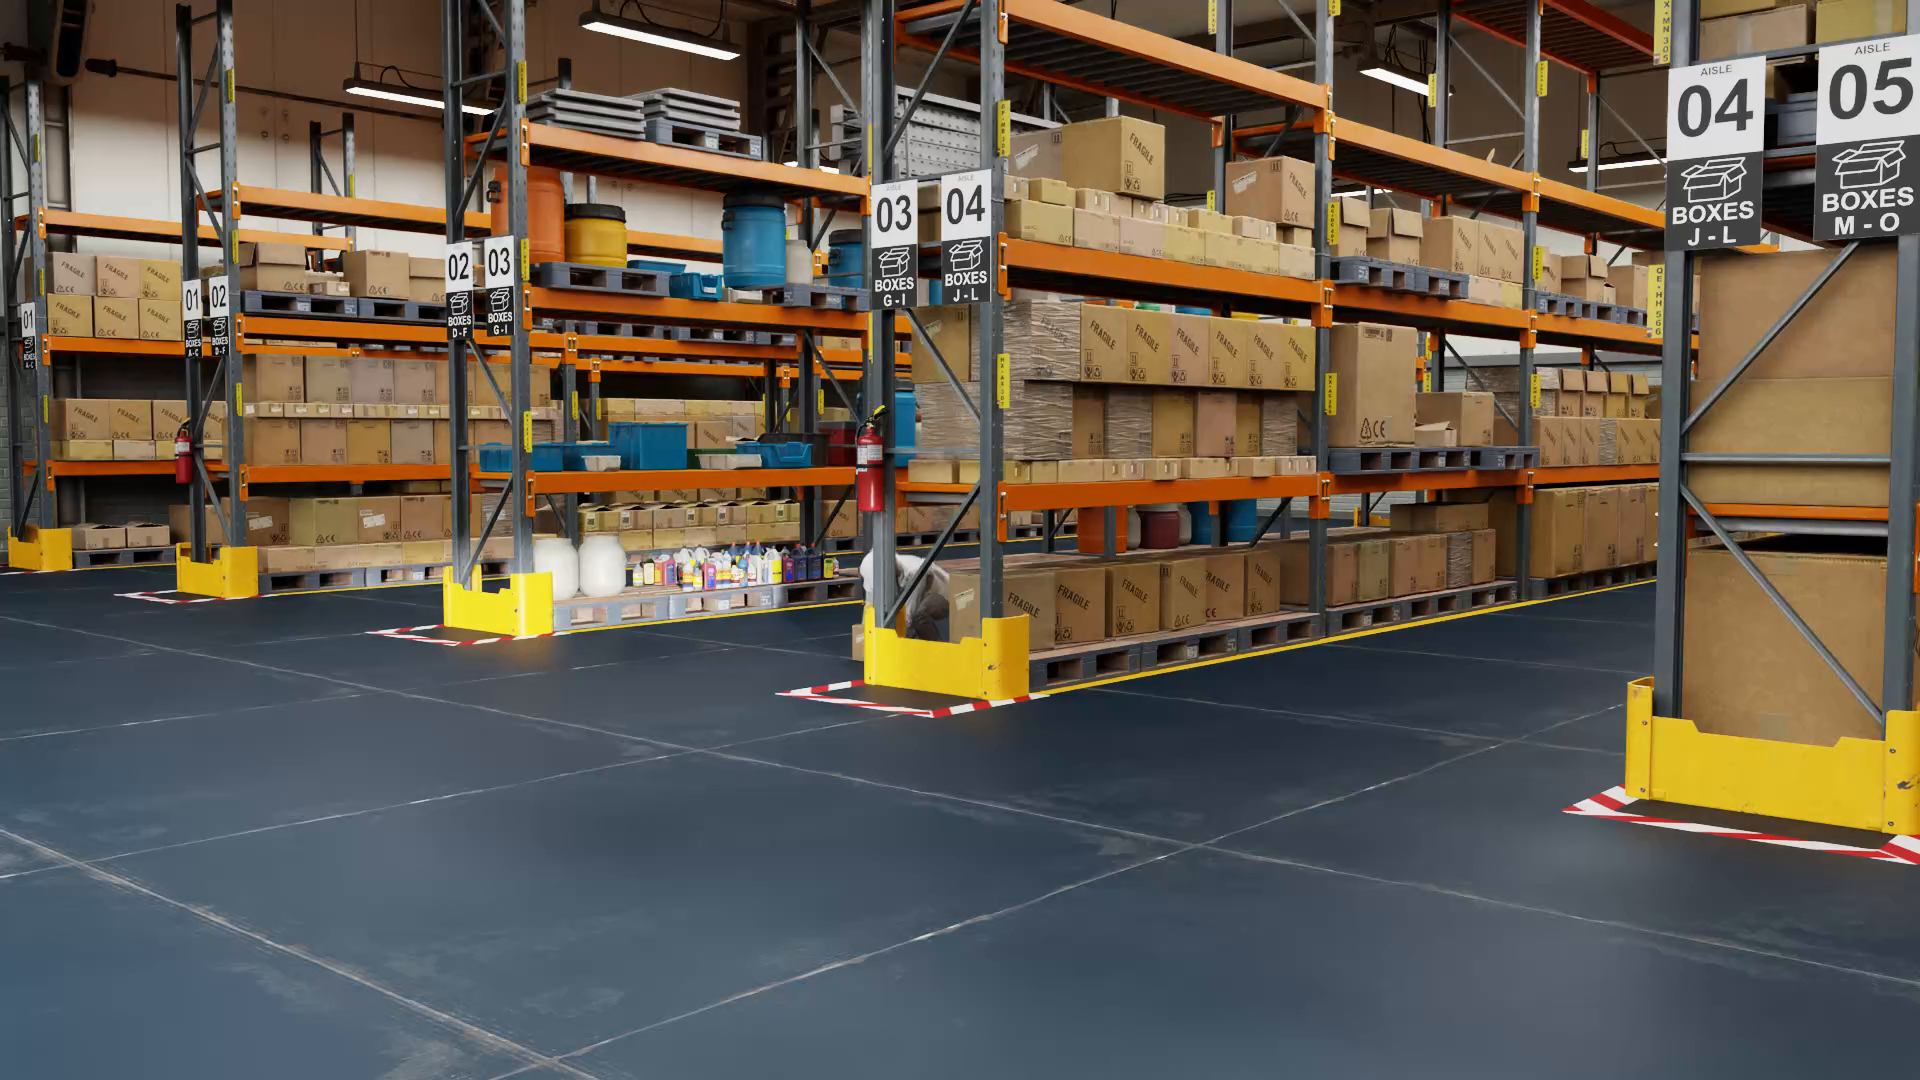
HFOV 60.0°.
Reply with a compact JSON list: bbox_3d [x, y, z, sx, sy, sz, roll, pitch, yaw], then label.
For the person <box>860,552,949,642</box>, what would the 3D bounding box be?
[{"bbox_3d":[-0.401,0.494,12.117,0.508,0.862,0.953,3,5,39],"label":"person"}]
